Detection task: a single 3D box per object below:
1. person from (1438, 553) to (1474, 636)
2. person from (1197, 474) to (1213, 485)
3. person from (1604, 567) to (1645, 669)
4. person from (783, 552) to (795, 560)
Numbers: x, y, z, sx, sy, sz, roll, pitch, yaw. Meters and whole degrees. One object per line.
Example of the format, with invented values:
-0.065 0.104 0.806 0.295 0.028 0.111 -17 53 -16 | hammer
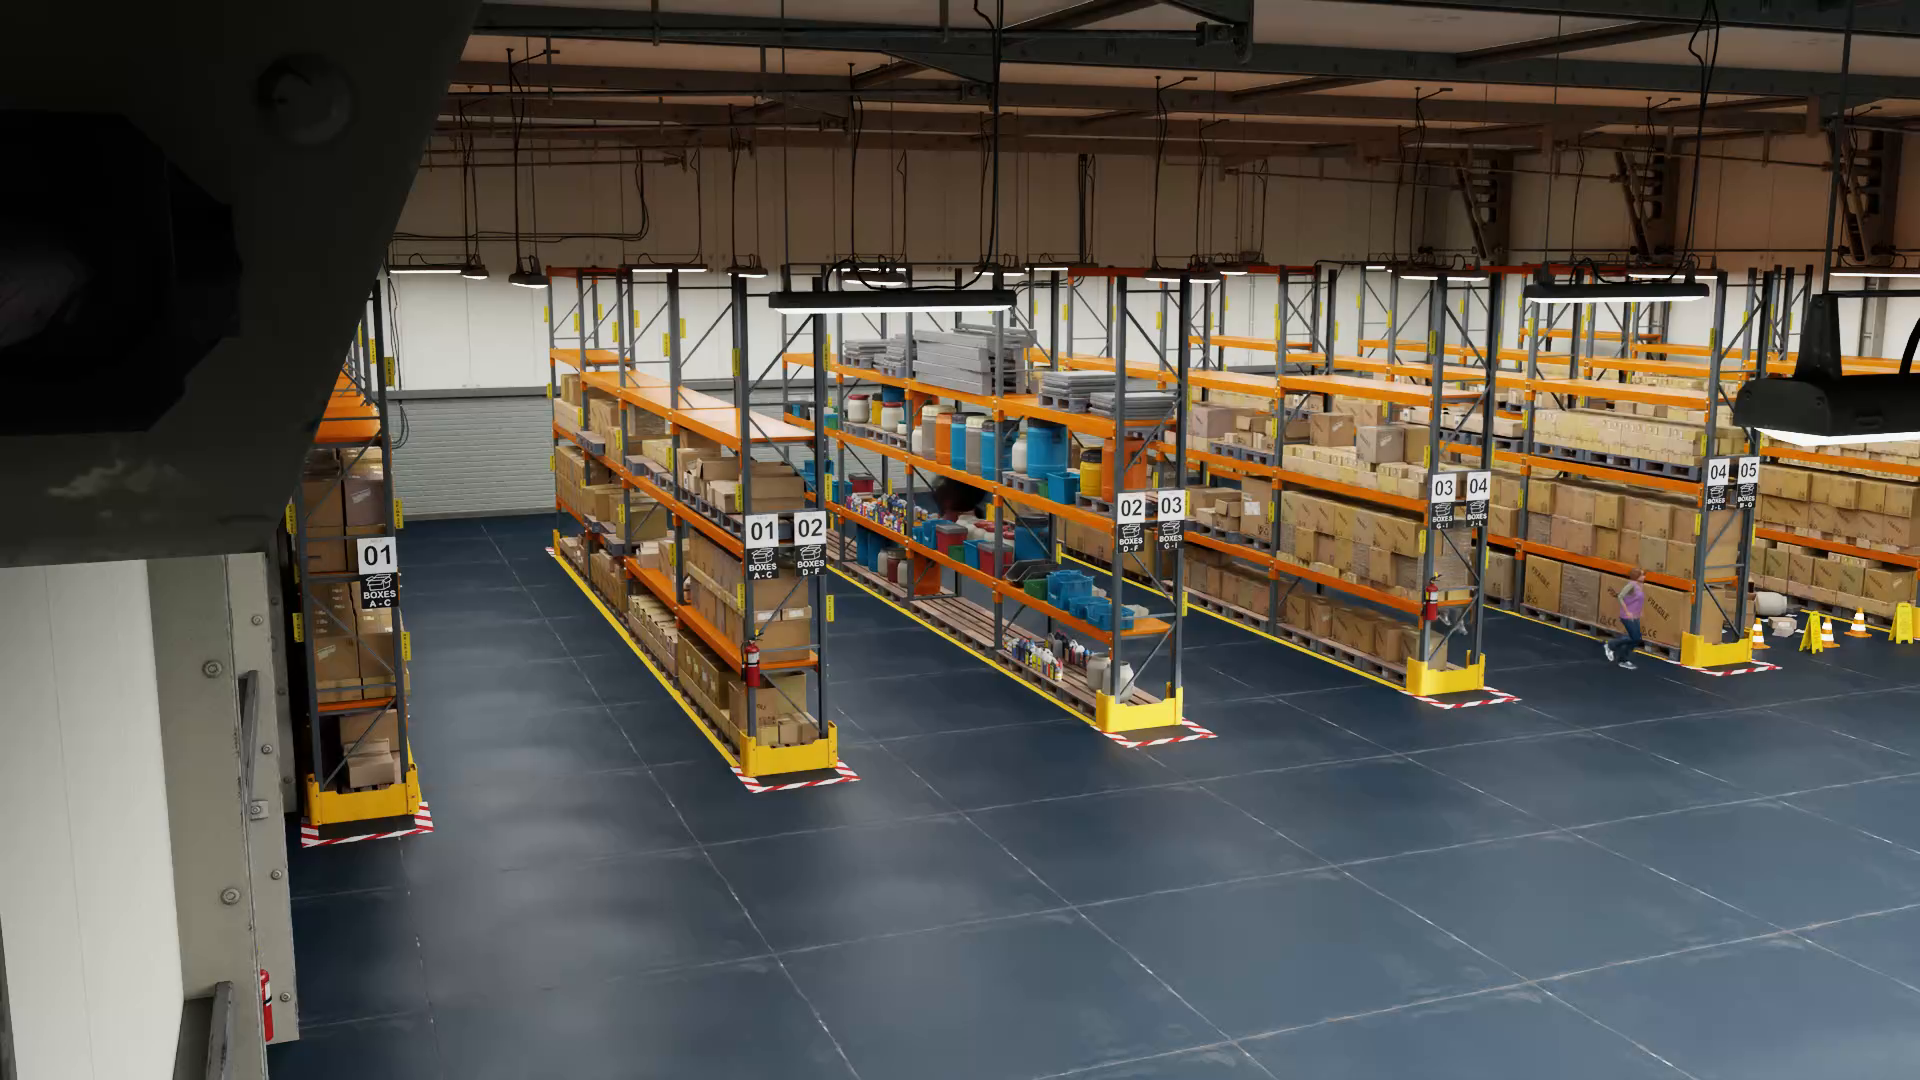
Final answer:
8.293 0.686 27.818 0.516 1.560 0.743 -6 12 -31 | person
6.136 -1.725 41.798 0.843 1.649 0.759 6 11 30 | person
10.207 1.174 25.470 0.504 1.561 0.589 9 14 43 | person
-2.965 0.216 29.032 0.574 1.630 0.562 -6 12 -32 | person
